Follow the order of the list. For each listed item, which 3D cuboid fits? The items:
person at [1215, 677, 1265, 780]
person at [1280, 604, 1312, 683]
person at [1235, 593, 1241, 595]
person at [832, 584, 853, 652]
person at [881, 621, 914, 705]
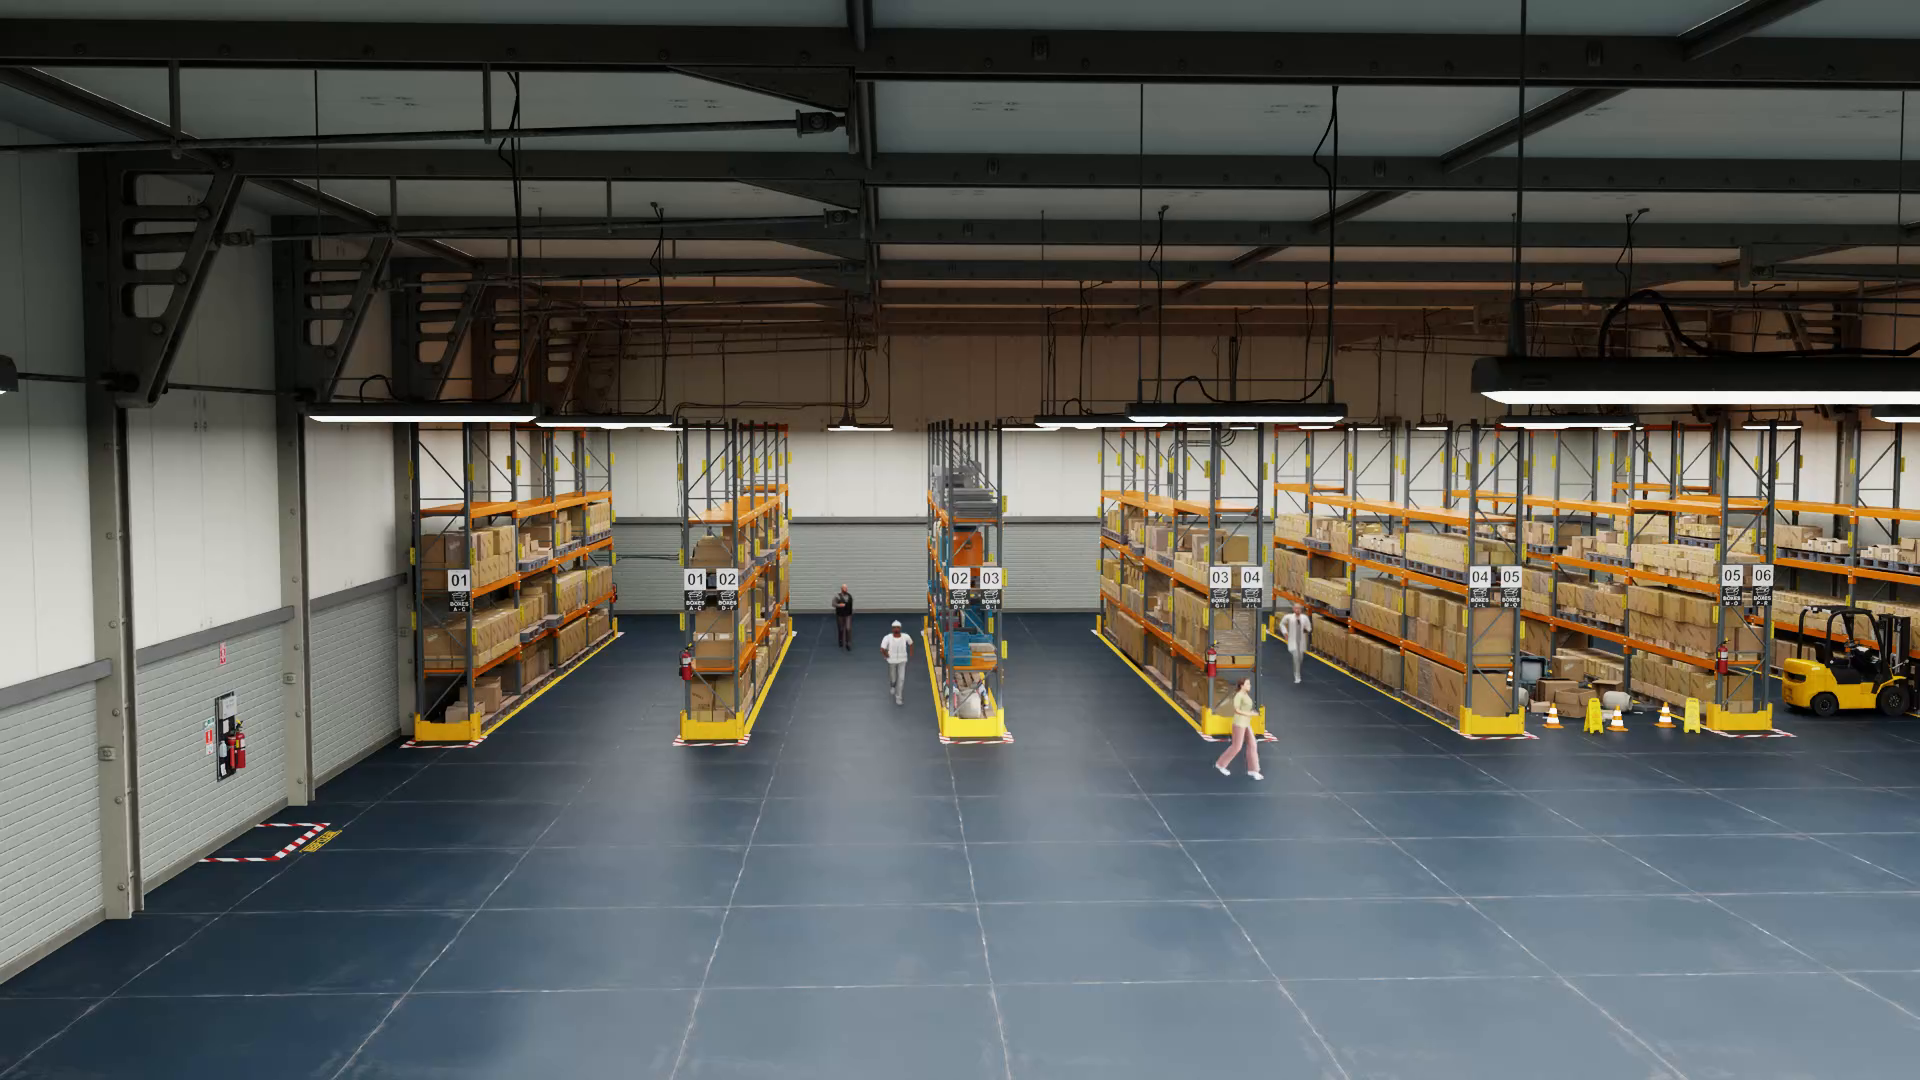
[{"bbox_3d":[4.655,3.116,27.619,0.832,1.712,0.591,2,4,28],"label":"person"},{"bbox_3d":[7.788,2.363,38.501,0.705,1.794,0.921,0,4,-3],"label":"person"},{"bbox_3d":[7.707,1.853,47.670,0.670,1.643,0.574,1,4,21],"label":"person"},{"bbox_3d":[-3.099,2.043,44.040,0.636,1.759,0.877,-1,4,-17],"label":"person"},{"bbox_3d":[-1.324,2.589,35.325,0.713,1.741,0.966,0,4,-5],"label":"person"}]
